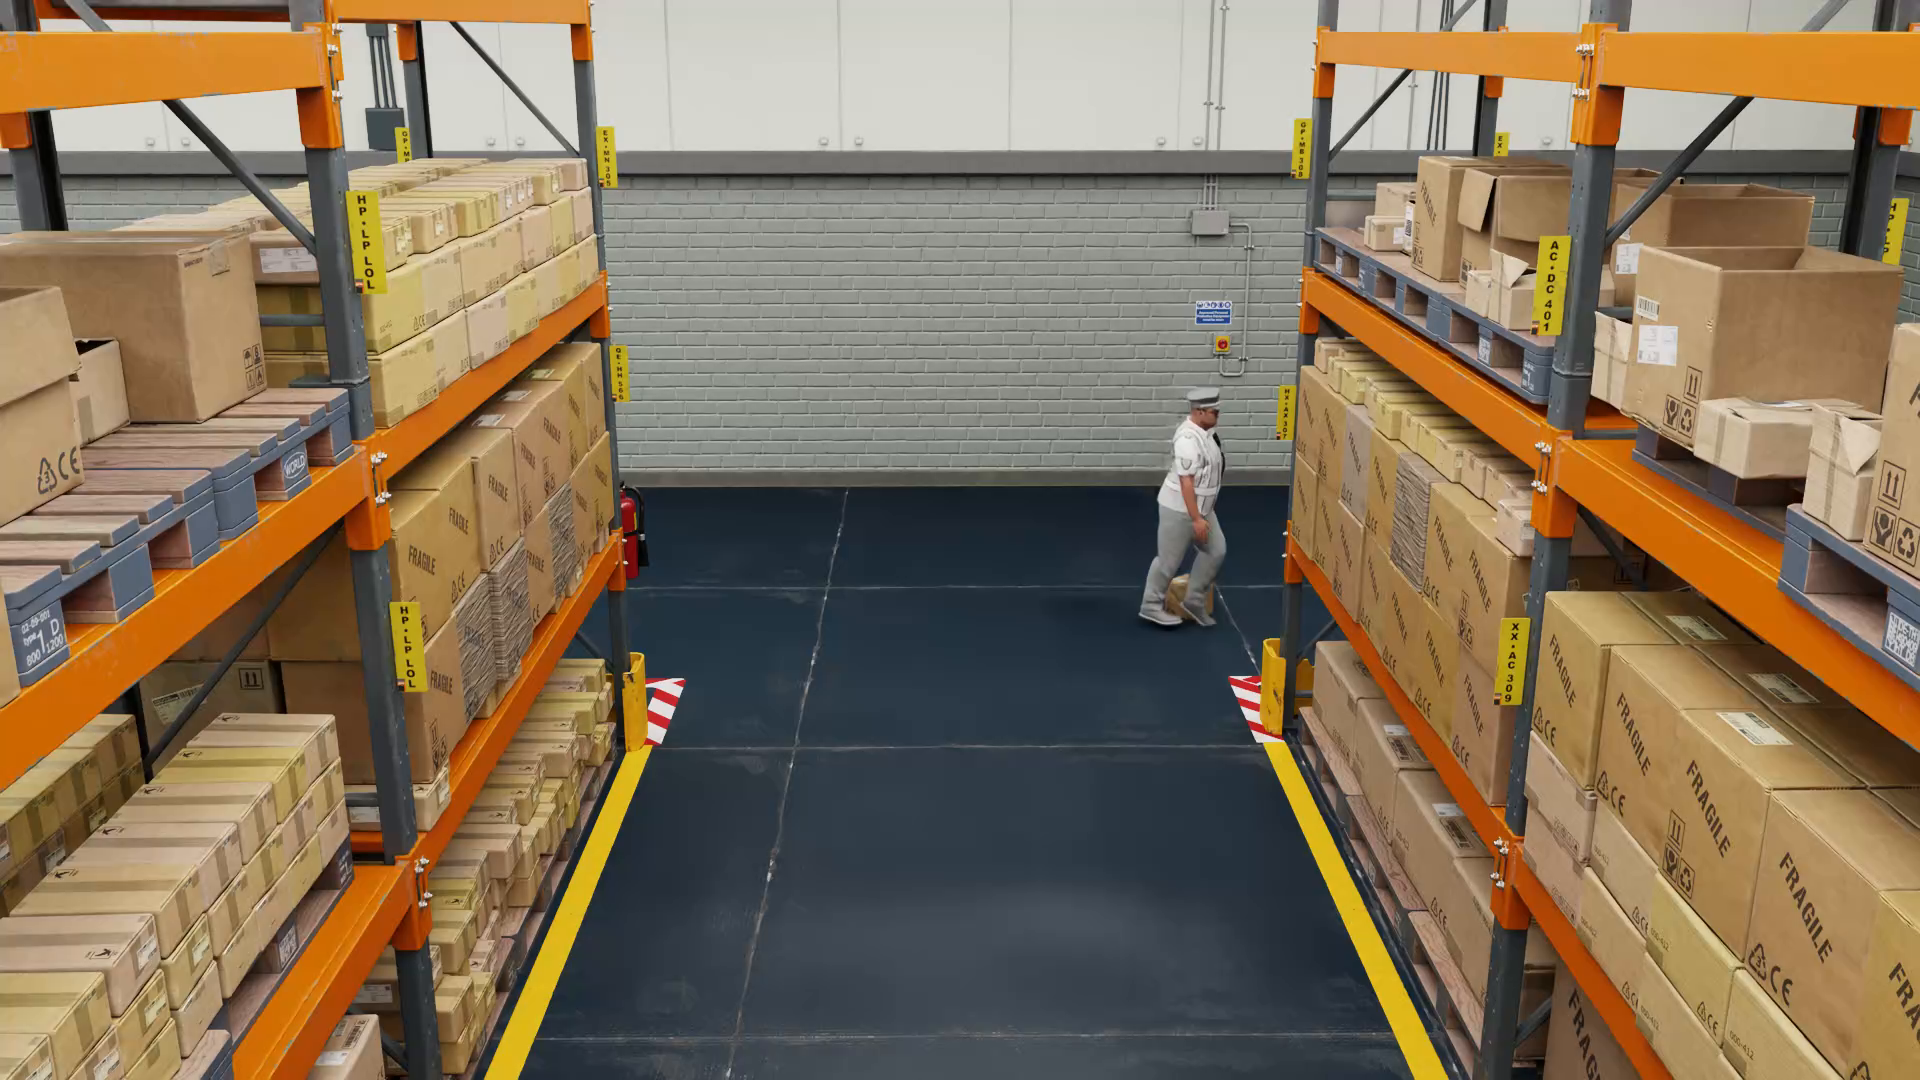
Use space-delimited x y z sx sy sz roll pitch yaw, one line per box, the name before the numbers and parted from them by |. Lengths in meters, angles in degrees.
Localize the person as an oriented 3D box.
person | 1.576 -0.194 11.739 0.557 1.814 0.562 8 19 26
